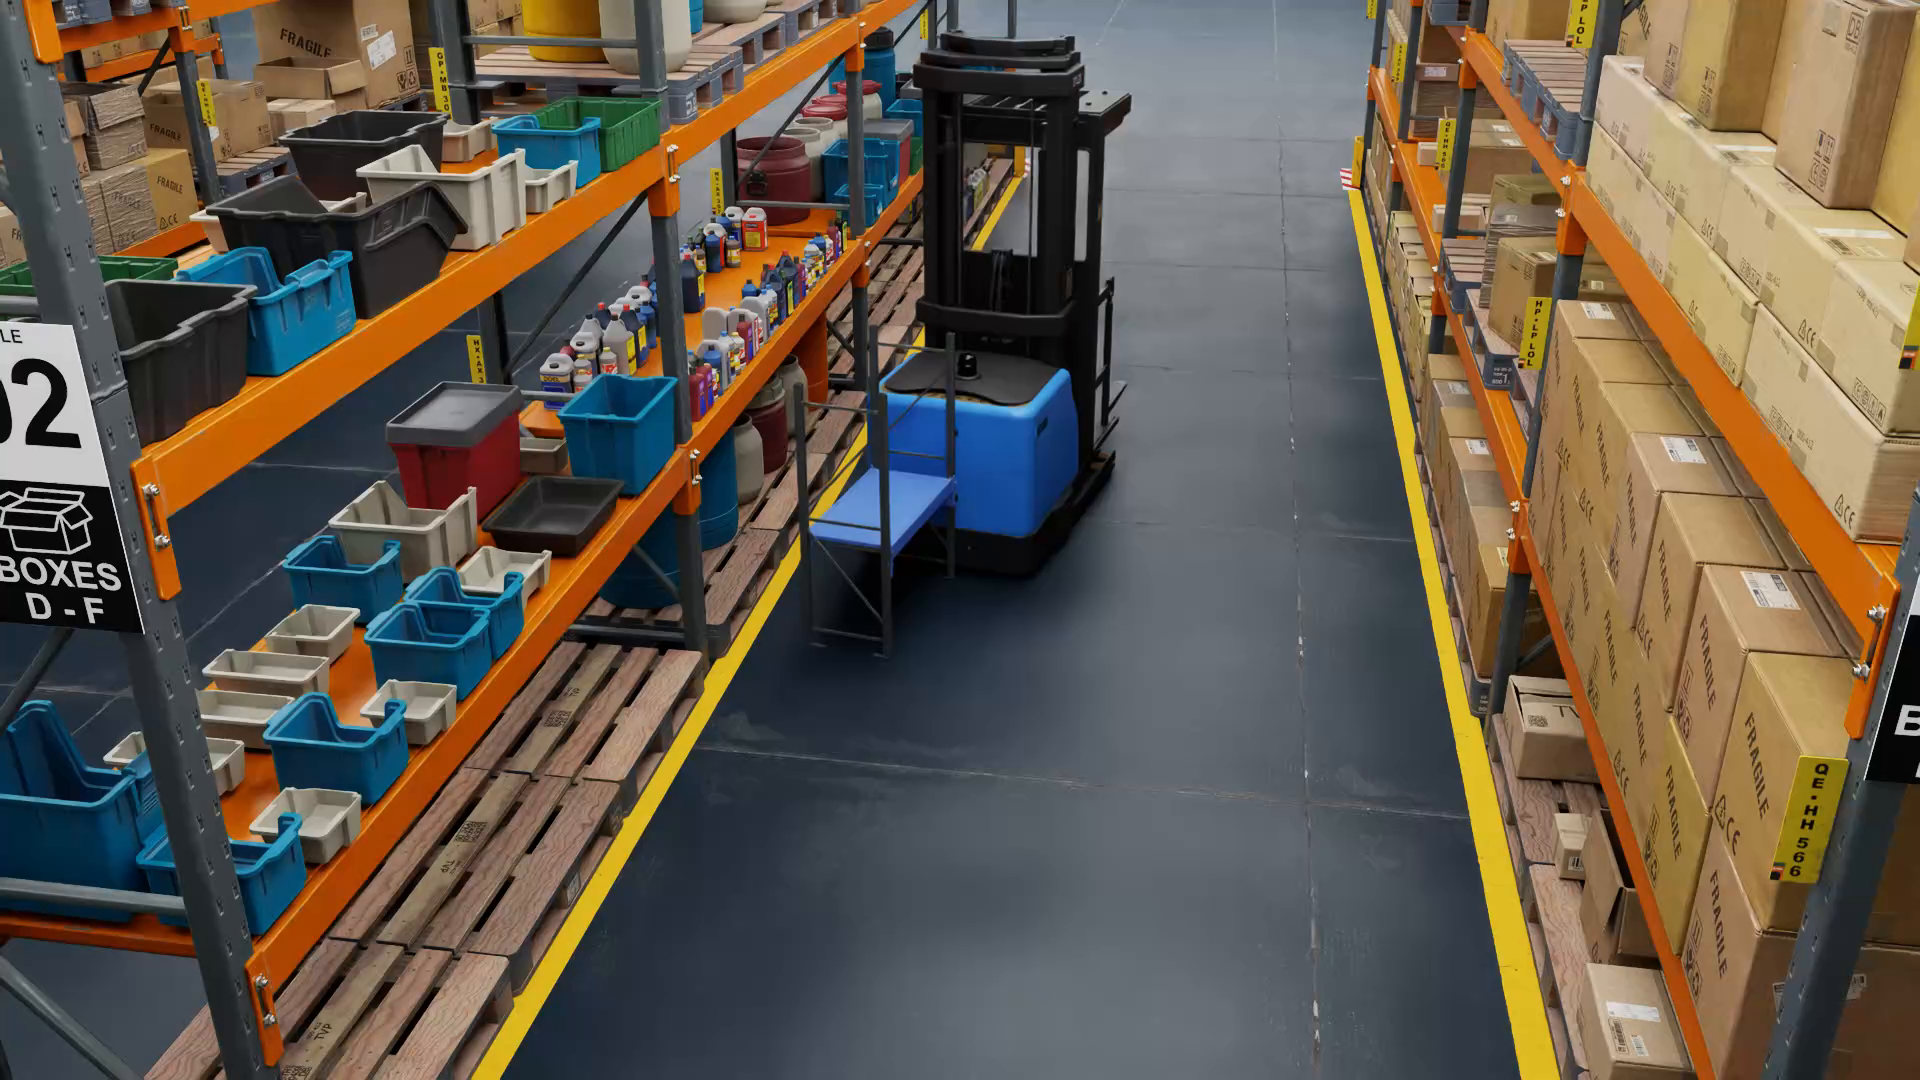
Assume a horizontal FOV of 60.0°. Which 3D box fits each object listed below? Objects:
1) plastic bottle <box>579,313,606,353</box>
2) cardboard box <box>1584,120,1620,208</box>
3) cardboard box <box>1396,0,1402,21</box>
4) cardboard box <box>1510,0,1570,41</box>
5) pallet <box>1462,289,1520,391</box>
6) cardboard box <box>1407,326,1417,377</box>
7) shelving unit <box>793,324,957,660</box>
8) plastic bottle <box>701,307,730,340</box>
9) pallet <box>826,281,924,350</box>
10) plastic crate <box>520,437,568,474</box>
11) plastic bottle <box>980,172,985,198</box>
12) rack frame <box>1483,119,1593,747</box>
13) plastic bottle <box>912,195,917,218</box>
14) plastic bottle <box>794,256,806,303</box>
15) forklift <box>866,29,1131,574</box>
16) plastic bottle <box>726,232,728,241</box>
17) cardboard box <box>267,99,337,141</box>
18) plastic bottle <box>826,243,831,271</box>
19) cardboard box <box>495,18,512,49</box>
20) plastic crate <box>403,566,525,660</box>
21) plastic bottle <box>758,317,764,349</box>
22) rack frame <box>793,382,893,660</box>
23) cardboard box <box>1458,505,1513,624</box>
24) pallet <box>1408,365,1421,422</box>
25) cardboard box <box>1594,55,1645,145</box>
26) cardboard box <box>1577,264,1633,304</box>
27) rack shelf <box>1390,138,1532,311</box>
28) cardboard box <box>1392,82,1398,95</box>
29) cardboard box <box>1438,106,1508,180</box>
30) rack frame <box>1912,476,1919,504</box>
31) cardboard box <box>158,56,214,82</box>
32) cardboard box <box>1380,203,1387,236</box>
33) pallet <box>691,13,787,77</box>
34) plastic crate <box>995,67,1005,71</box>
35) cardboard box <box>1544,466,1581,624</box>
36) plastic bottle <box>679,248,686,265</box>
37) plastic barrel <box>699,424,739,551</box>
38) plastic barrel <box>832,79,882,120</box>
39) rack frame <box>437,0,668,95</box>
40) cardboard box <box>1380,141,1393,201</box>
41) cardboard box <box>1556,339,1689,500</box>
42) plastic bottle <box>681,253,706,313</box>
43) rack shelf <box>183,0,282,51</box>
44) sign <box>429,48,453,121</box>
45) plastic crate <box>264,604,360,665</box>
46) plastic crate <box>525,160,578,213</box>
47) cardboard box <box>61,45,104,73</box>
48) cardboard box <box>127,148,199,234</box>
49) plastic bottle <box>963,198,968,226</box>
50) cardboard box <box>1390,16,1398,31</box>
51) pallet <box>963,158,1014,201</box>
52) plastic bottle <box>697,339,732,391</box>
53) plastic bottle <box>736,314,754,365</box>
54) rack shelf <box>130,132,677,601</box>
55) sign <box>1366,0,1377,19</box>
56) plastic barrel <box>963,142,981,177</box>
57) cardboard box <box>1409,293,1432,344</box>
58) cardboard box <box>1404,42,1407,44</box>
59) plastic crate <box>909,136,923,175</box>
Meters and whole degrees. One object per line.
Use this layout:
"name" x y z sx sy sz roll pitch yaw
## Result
"plastic bottle" -1.997 -1.071 9.058 0.144 0.351 0.185 4 25 9
"cardboard box" 2.739 -1.446 6.439 0.500 0.250 0.500 4 25 9
"cardboard box" 4.845 -5.556 16.934 0.700 0.500 0.500 3 25 7
"cardboard box" 3.509 -2.802 9.043 0.910 0.500 0.500 4 25 9
"pallet" 3.403 -1.114 9.317 1.003 0.211 1.213 4 25 9
"cardboard box" 3.642 -1.412 12.476 0.500 0.250 0.500 4 25 8
"shelving unit" -0.435 -0.282 9.084 0.538 1.500 1.048 8 26 17
"plastic bottle" -1.371 -1.195 9.411 0.152 0.276 0.135 4 25 9
"pallet" -0.804 -1.926 14.116 1.003 0.211 1.213 4 25 9
"plastic crate" -2.041 -0.409 7.826 0.396 0.136 0.243 4 25 9
"plastic bottle" 0.179 -3.710 17.333 0.152 0.276 0.135 3 25 7
"rack frame" 3.062 -0.341 7.441 1.000 3.000 0.127 4 25 9
"plastic bottle" -0.514 -3.367 16.600 0.152 0.276 0.135 4 25 9
"plastic bottle" -1.002 -1.629 10.330 0.061 0.283 0.133 4 25 9
"forklift" 0.406 -1.728 10.485 1.130 2.935 3.031 8 26 17
"plastic bottle" -1.622 -2.023 11.268 0.097 0.201 0.097 0 25 0
"cardboard box" -5.556 -3.509 13.891 0.500 0.250 0.500 3 25 7
"plastic bottle" -0.906 -1.886 10.975 0.097 0.201 0.097 0 25 0
"cardboard box" -5.170 -5.162 17.270 0.875 0.500 0.500 4 25 9
"plastic crate" -1.848 0.279 6.243 0.416 0.233 0.300 4 25 9
"plastic bottle" -1.175 -1.197 9.504 0.097 0.201 0.097 0 25 0
"rack frame" -0.601 -0.078 8.649 0.500 1.500 0.032 8 26 17
"cardboard box" 2.949 0.159 8.801 0.500 0.500 0.500 4 25 9
"pallet" 3.889 -1.093 12.336 1.003 0.211 1.213 4 25 9
"cardboard box" 2.738 -1.672 6.333 0.500 0.250 0.500 4 25 9
"cardboard box" 3.410 -1.051 8.345 0.700 0.500 0.500 8 26 17
"rack shelf" 4.043 -2.525 12.954 1.077 0.370 4.000 4 25 9
"cardboard box" 4.766 -4.784 16.814 0.700 0.500 0.500 4 25 9
"cardboard box" 4.142 -3.192 13.413 0.500 0.500 0.500 6 26 12
"rack frame" 2.408 -1.385 2.595 1.000 3.000 0.127 4 25 9
"cardboard box" -9.672 -5.374 20.203 0.875 0.875 0.875 4 25 9
"cardboard box" 4.321 -3.050 15.975 0.500 0.250 0.500 4 25 9
"pallet" -1.610 -2.768 9.310 1.003 0.211 1.213 4 25 9
"plastic crate" 0.239 -5.136 17.860 0.499 0.251 0.408 4 25 9
"cardboard box" 2.629 0.022 6.547 0.500 0.500 0.500 4 25 9
"plastic bottle" -1.757 -1.709 10.515 0.097 0.271 0.097 0 25 0
"plastic barrel" -1.603 -0.448 9.649 0.600 0.901 0.708 4 25 9
"plastic barrel" -0.889 -3.709 14.474 0.433 0.535 0.433 0 25 0
"rack frame" -1.824 -3.403 6.906 1.000 3.000 0.127 4 25 9
"cardboard box" 4.401 -3.598 16.263 0.500 0.500 0.500 4 25 9
"cardboard box" 2.624 -0.446 6.367 0.500 0.500 0.500 3 25 7
"plastic bottle" -1.645 -1.577 10.140 0.144 0.351 0.185 4 25 9
"rack shelf" -5.730 -4.571 13.788 1.077 0.370 4.000 4 25 9
"sign" -2.366 -2.088 7.623 0.100 0.325 0.005 4 25 9
"plastic crate" -2.410 0.362 6.178 0.298 0.136 0.250 4 25 9
"plastic crate" -1.656 -1.367 6.405 0.293 0.136 0.466 4 25 9
"cardboard box" -9.959 -5.433 18.143 0.875 0.550 0.550 4 25 9
"cardboard box" -5.893 -2.524 11.986 0.500 0.500 0.500 5 26 10
"plastic bottle" -0.006 -3.238 16.322 0.152 0.276 0.135 5 26 10
"cardboard box" 4.664 -5.335 17.227 0.380 0.149 0.250 4 25 9
"pallet" 0.033 -4.067 18.691 1.003 0.211 1.213 4 25 9
"plastic bottle" -1.313 -0.950 8.888 0.152 0.276 0.135 4 25 9
"plastic bottle" -1.198 -1.128 9.260 0.061 0.283 0.133 4 25 9
"rack shelf" -2.151 -0.882 5.907 1.077 0.370 4.000 4 25 9
"sign" 4.477 -5.829 18.050 0.100 0.325 0.005 4 25 9
"plastic barrel" 0.023 -4.278 18.291 0.421 0.512 0.421 0 25 0
"cardboard box" 3.637 -1.667 12.360 0.500 0.311 0.500 4 25 8
"cardboard box" 4.371 -4.580 15.614 0.380 0.149 0.250 4 25 8
"plastic crate" -0.523 -3.188 13.773 0.450 0.188 0.662 4 25 9
